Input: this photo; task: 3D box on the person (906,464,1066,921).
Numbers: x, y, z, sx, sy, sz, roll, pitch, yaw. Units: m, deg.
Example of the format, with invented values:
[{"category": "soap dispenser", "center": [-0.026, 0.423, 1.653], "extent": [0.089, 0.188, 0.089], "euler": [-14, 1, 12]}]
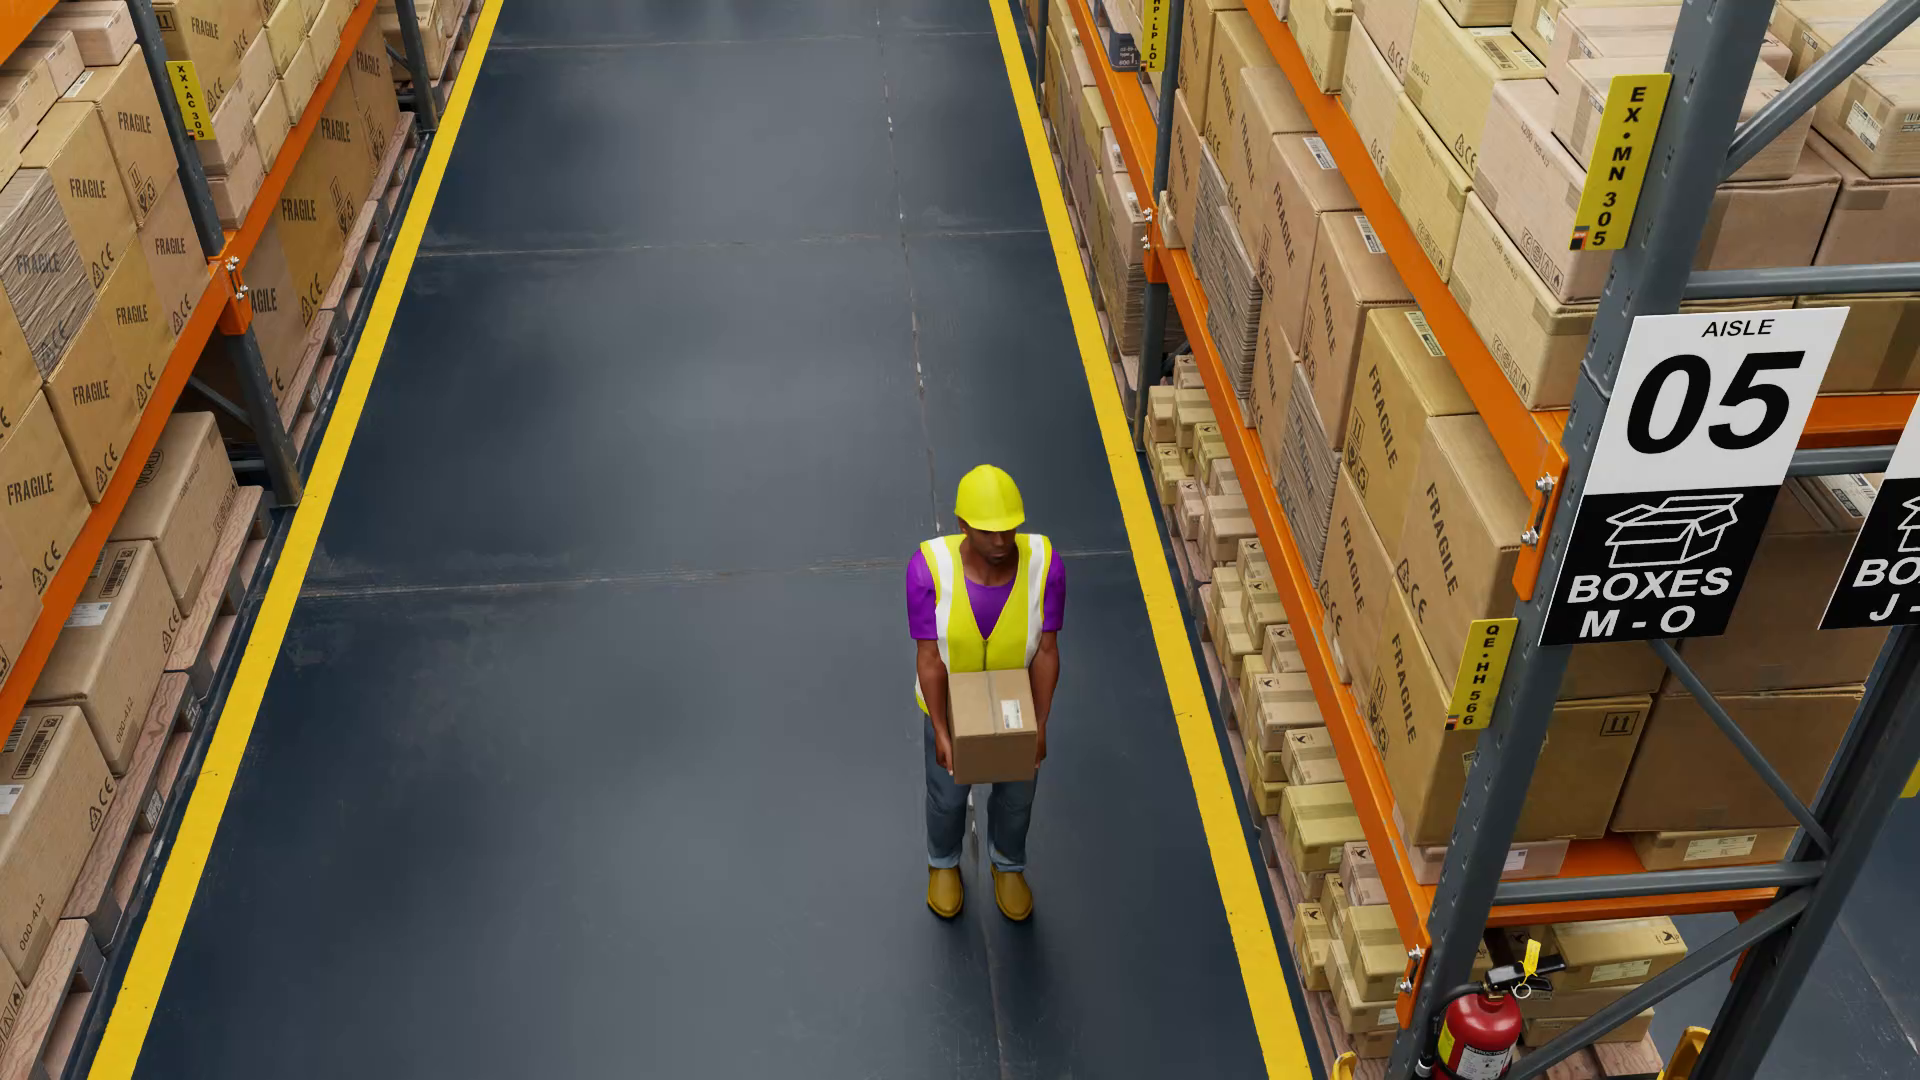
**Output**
[{"category": "person", "center": [0.095, 0.583, 5.417], "extent": [0.503, 1.760, 0.575], "euler": [-4, 39, -4]}]
